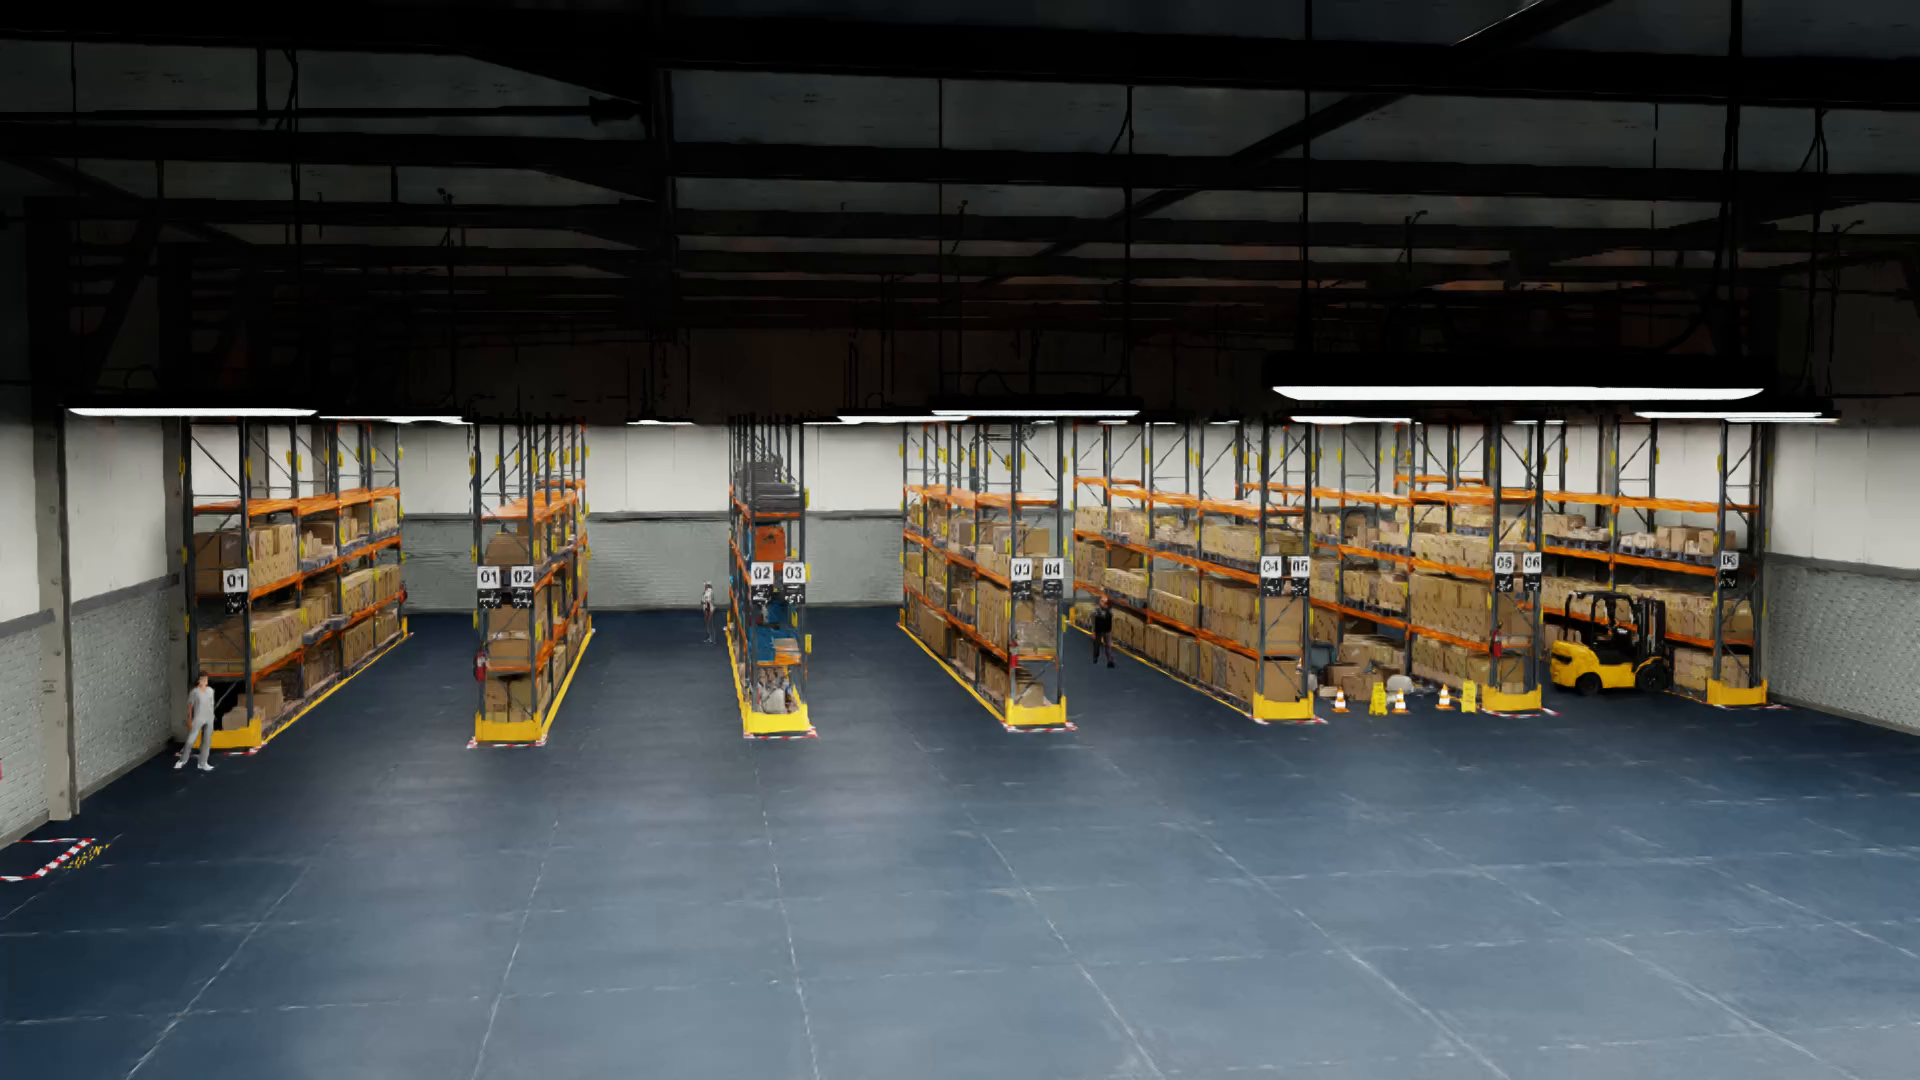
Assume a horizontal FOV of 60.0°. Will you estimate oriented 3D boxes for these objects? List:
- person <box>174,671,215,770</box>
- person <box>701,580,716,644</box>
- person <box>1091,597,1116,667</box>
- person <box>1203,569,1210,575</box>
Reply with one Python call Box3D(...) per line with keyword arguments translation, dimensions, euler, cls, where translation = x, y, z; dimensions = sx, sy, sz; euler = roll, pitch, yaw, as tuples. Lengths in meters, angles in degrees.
Box3D(translation=(-12.729, 3.008, 27.652), dimensions=(0.498, 1.664, 0.637), euler=(3, 5, 40), cls="person")
Box3D(translation=(-6.624, 1.900, 43.853), dimensions=(0.378, 1.666, 0.577), euler=(0, 4, -1), cls="person")
Box3D(translation=(3.398, 2.181, 39.843), dimensions=(0.536, 1.648, 1.115), euler=(0, 4, -7), cls="person")
Box3D(translation=(7.039, 1.601, 47.549), dimensions=(0.638, 1.769, 0.758), euler=(0, 4, -5), cls="person")
